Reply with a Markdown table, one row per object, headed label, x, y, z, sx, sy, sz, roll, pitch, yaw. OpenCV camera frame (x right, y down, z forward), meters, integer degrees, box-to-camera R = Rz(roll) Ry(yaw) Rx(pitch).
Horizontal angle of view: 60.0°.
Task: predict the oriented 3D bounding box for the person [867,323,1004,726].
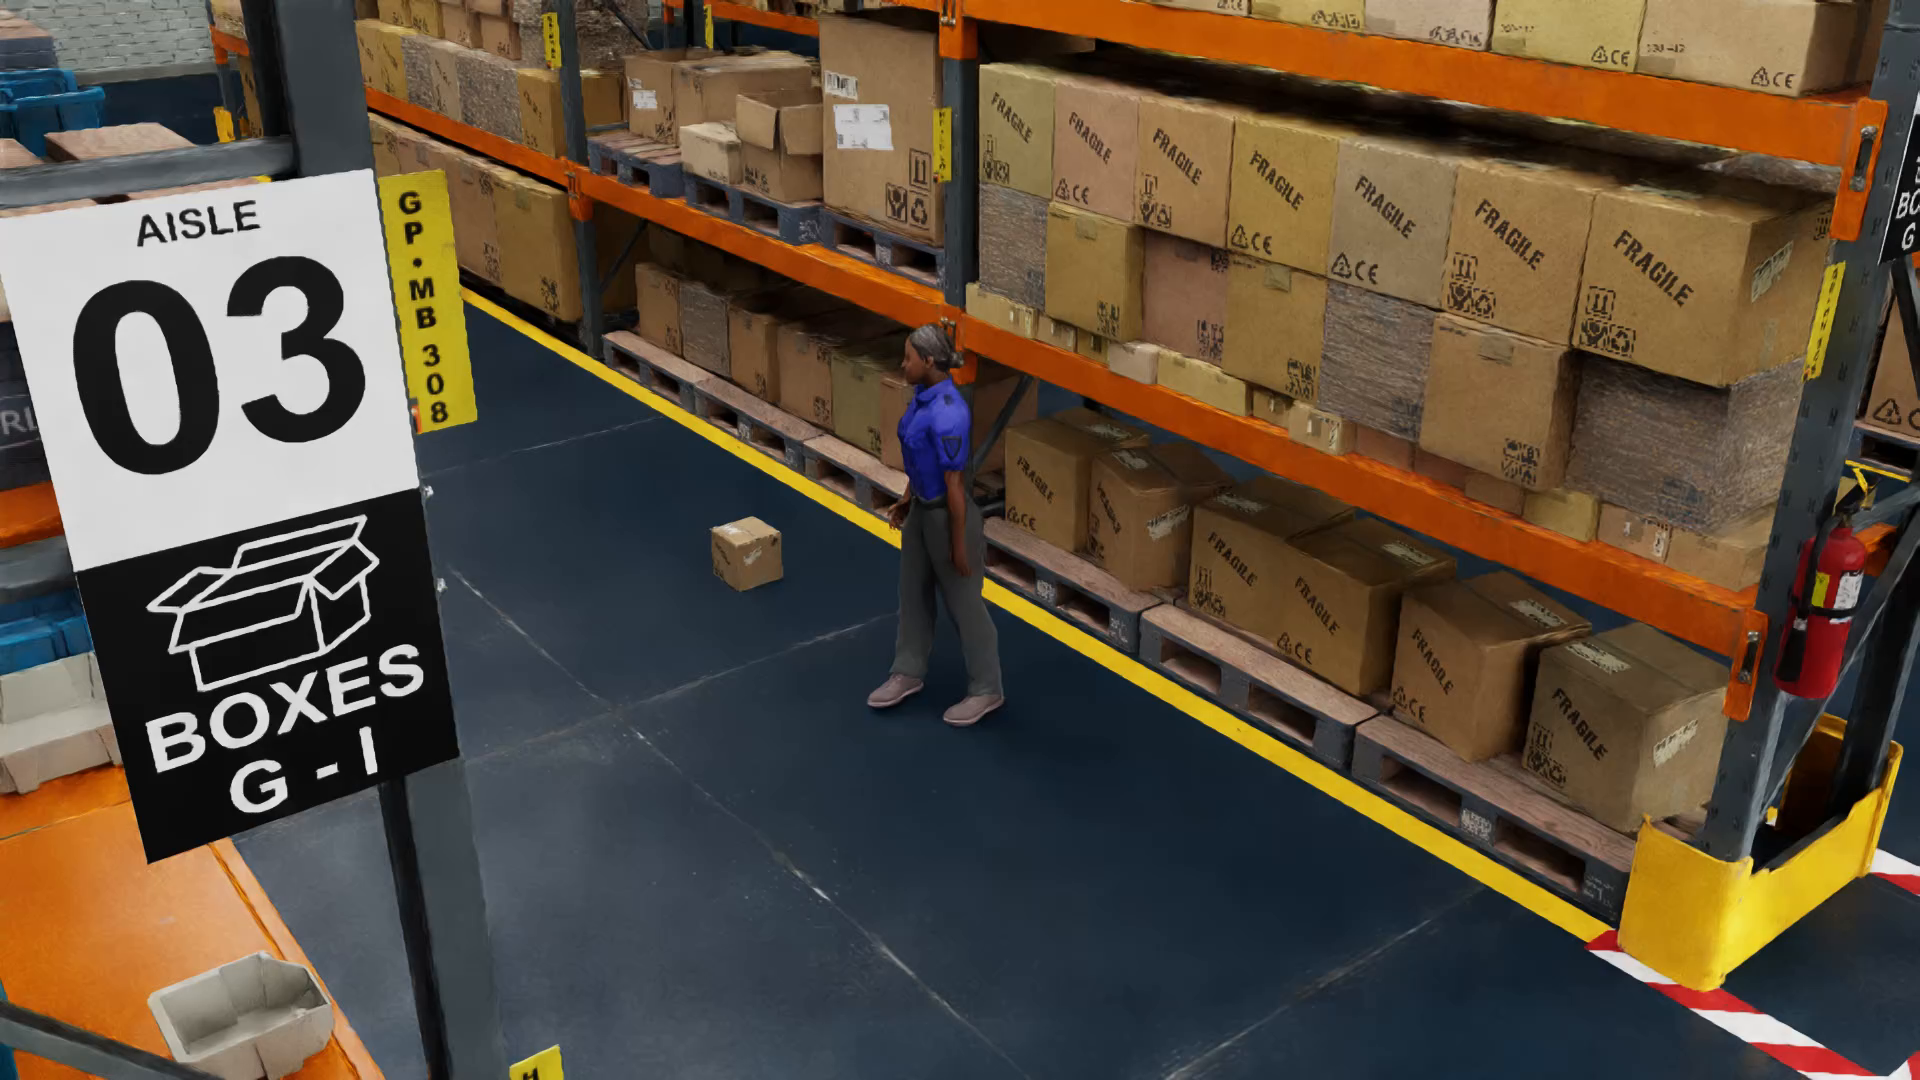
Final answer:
| label | x | y | z | sx | sy | sz | roll | pitch | yaw |
| --- | --- | --- | --- | --- | --- | --- | --- | --- | --- |
| person | -0.126 | -0.069 | 6.754 | 0.562 | 1.661 | 0.541 | -8 | 26 | -16 |
